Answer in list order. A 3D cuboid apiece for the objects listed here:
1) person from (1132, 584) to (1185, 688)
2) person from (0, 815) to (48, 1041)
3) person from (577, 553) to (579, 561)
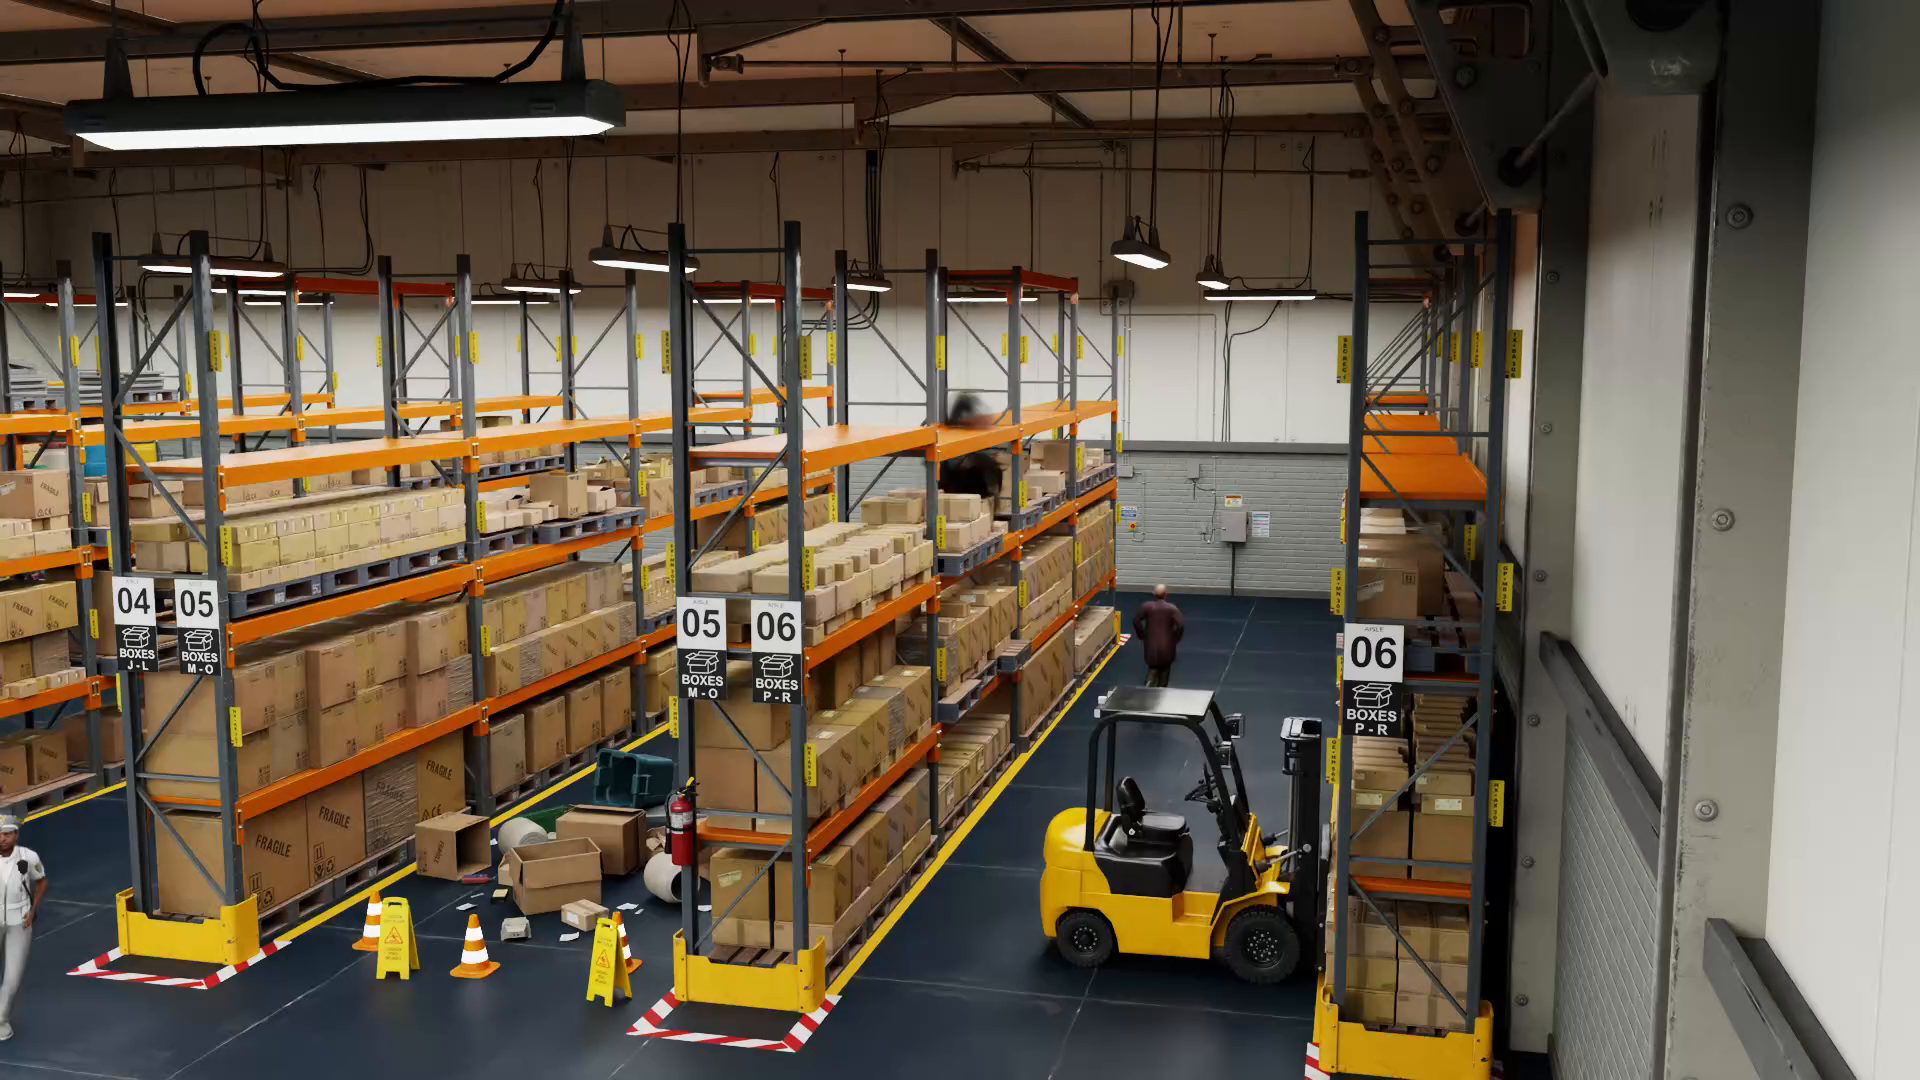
[{"bbox_3d":[2.778,1.482,23.250,0.736,1.744,0.667,2,7,15],"label":"person"},{"bbox_3d":[-7.149,2.844,12.472,0.576,1.659,0.630,-4,8,-31],"label":"person"},{"bbox_3d":[-6.382,1.014,27.489,0.571,1.692,0.800,1,7,5],"label":"person"}]
